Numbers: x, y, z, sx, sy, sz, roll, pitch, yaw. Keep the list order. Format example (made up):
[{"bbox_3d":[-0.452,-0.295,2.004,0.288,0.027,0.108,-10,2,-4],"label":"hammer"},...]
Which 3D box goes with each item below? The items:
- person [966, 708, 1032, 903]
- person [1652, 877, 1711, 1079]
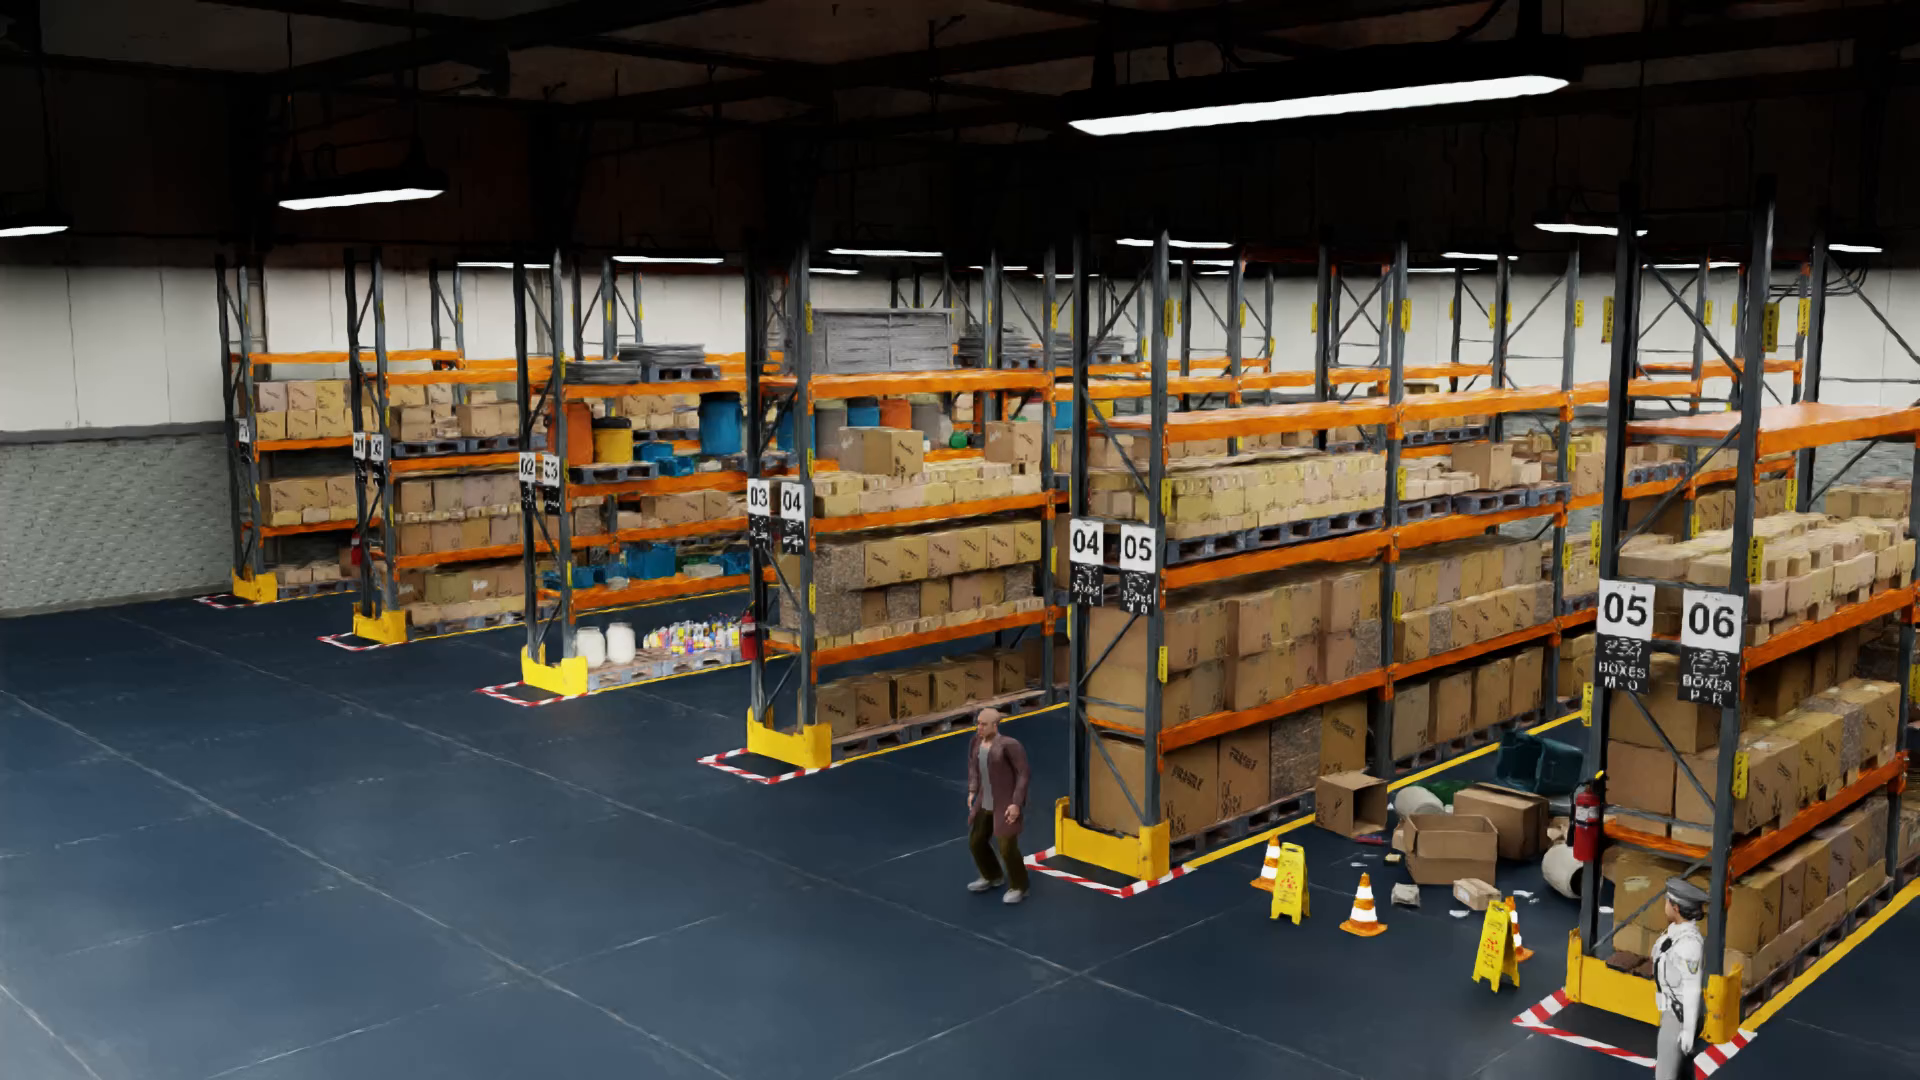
[{"bbox_3d":[0.336,2.279,14.455,0.729,1.733,0.546,8,11,43],"label":"person"},{"bbox_3d":[4.412,2.909,10.141,0.396,1.670,0.576,2,8,17],"label":"person"}]
